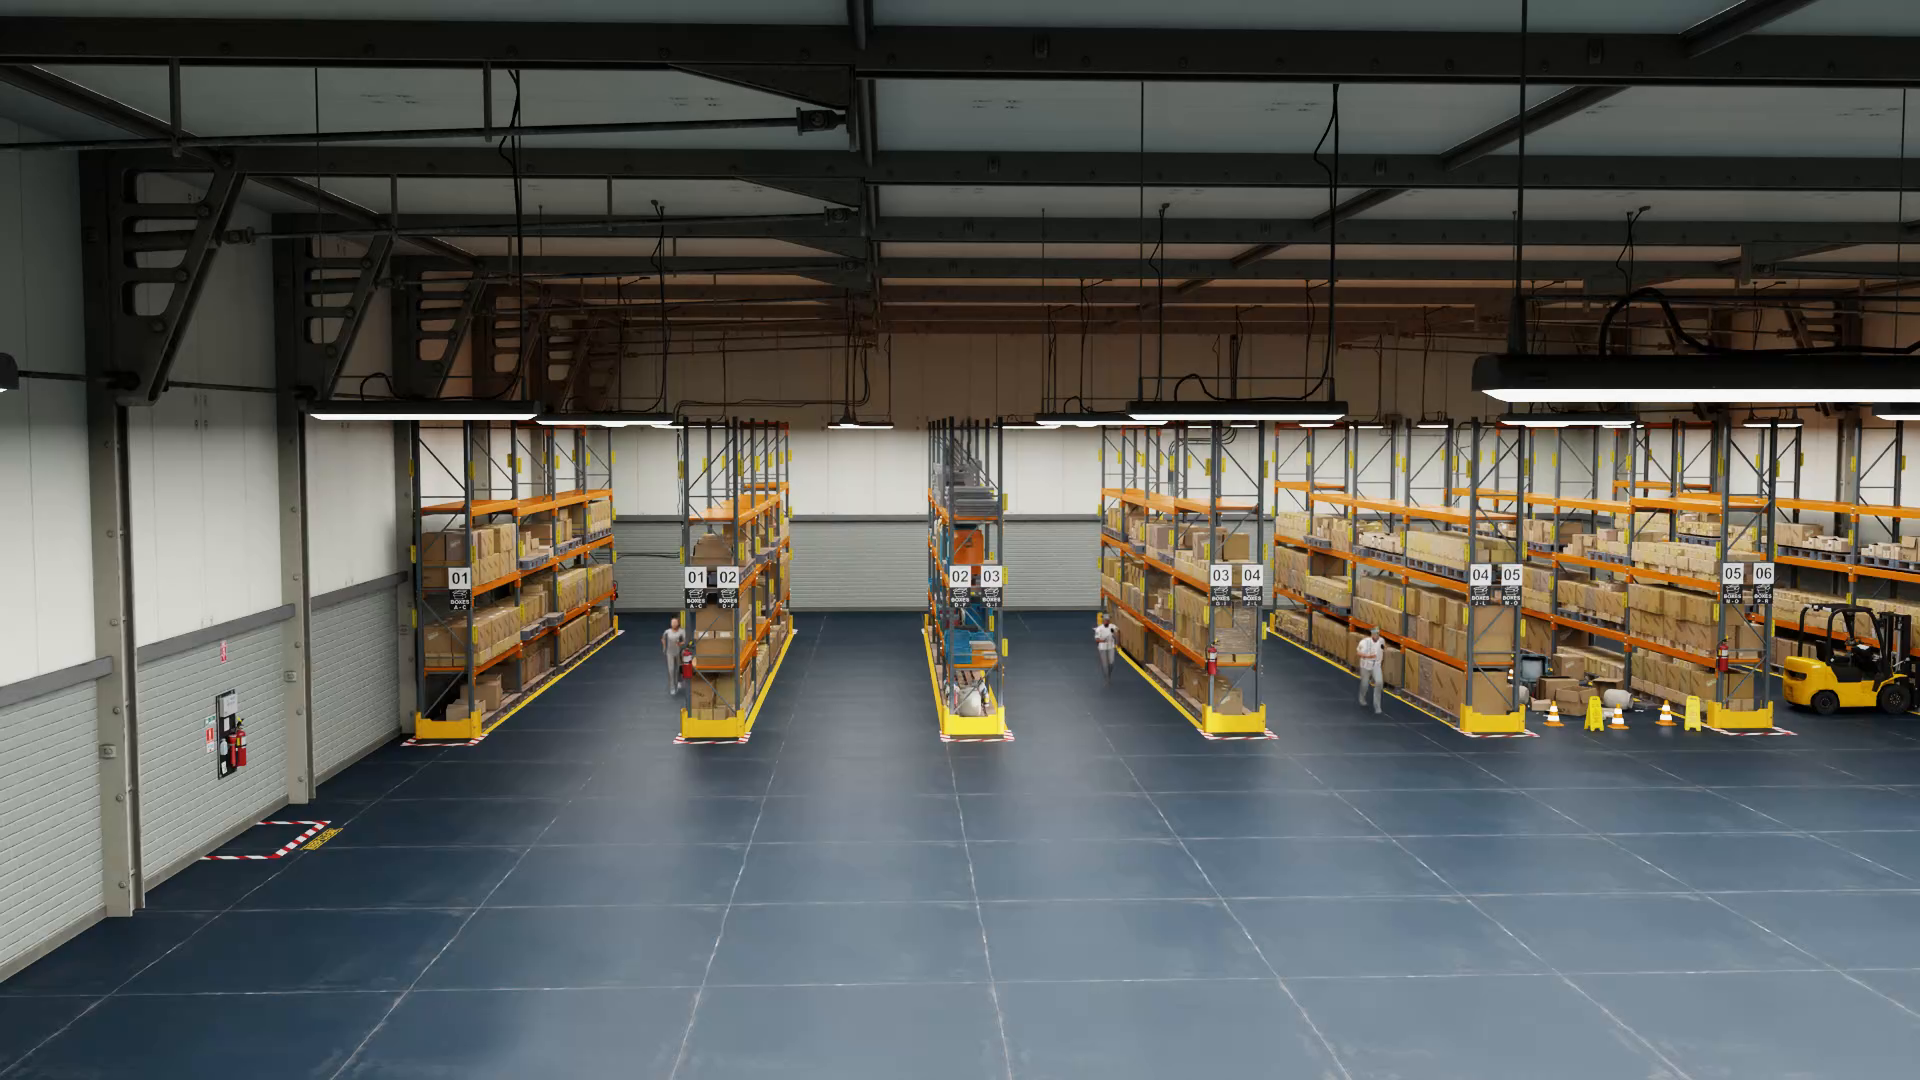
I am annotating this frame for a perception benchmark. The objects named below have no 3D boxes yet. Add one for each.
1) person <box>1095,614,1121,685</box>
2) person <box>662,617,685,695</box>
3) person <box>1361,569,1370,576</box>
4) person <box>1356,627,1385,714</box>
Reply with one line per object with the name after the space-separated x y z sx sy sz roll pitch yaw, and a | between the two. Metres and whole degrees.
3.314 2.451 37.222 0.610 1.644 0.759 0 4 -1 | person
-6.227 2.508 36.305 0.571 1.640 0.958 0 4 -7 | person
11.985 1.696 49.109 0.822 1.693 0.617 0 4 -5 | person
8.425 2.637 34.184 0.658 1.798 1.015 0 4 -2 | person
